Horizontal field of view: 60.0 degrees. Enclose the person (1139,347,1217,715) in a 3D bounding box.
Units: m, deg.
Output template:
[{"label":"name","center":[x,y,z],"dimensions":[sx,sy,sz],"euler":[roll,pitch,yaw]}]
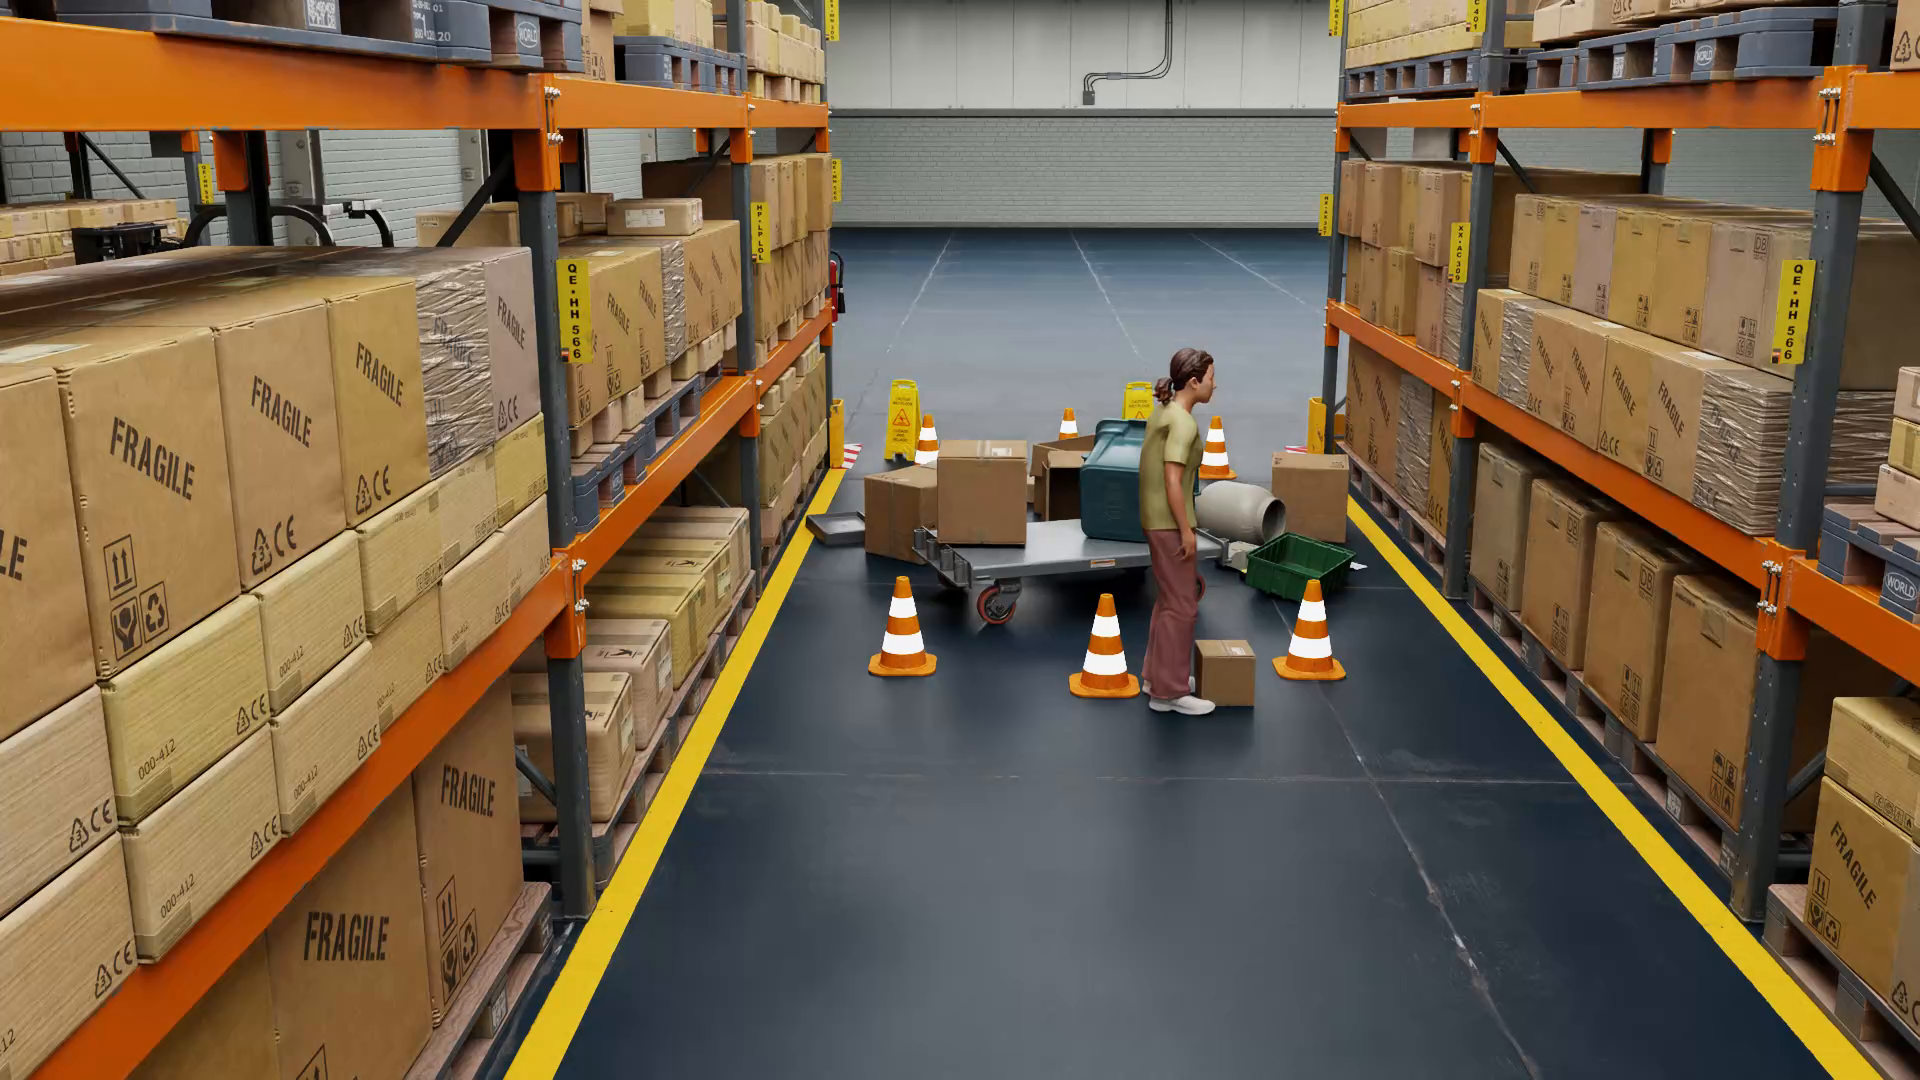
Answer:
[{"label":"person","center":[1.009,-0.056,7.729],"dimensions":[0.355,1.673,0.522],"euler":[0,14,-1]}]
